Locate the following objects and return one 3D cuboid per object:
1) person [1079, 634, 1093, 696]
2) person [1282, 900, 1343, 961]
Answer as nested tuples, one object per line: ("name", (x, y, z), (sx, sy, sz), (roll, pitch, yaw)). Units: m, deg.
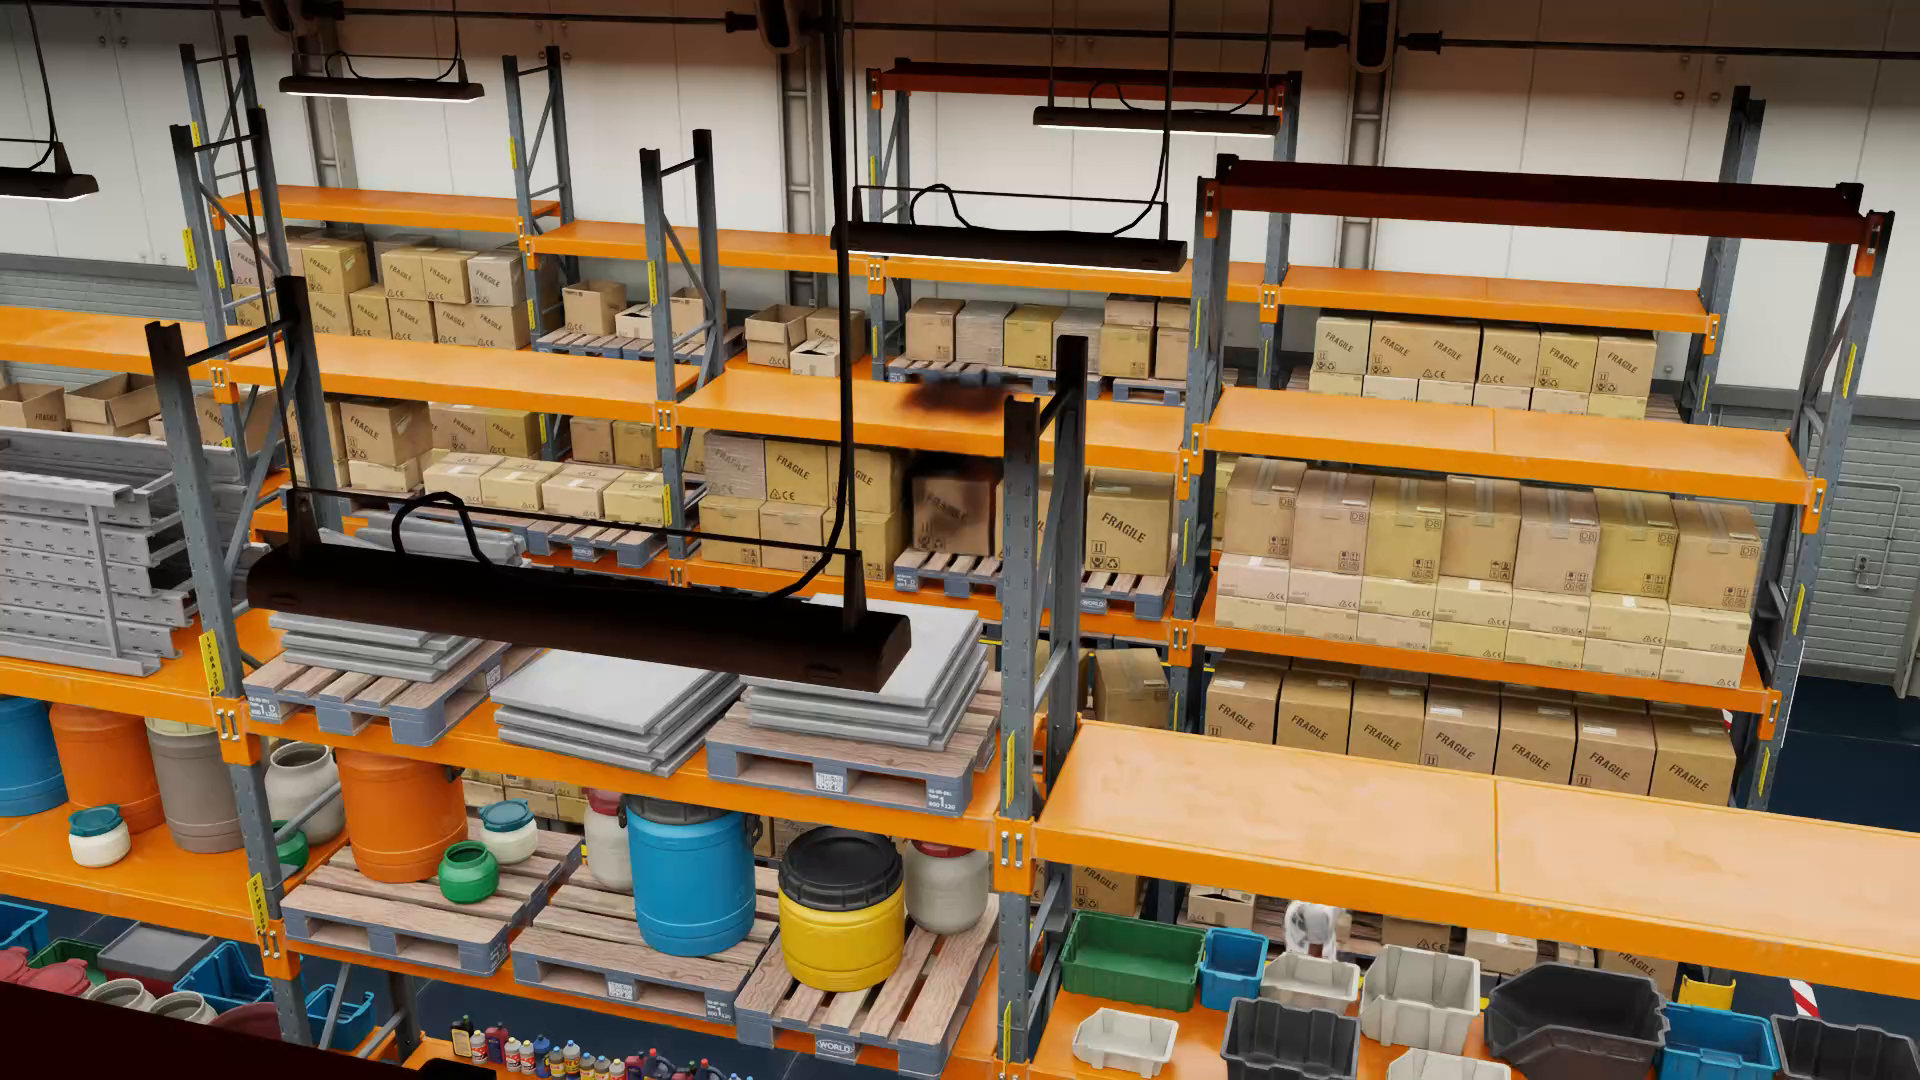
("person", (1.046, 0.999, 15.891), (0.479, 1.574, 0.484), (4, 23, 9))
("person", (2.301, 2.814, 11.346), (0.933, 1.742, 0.628), (7, 24, 17))
